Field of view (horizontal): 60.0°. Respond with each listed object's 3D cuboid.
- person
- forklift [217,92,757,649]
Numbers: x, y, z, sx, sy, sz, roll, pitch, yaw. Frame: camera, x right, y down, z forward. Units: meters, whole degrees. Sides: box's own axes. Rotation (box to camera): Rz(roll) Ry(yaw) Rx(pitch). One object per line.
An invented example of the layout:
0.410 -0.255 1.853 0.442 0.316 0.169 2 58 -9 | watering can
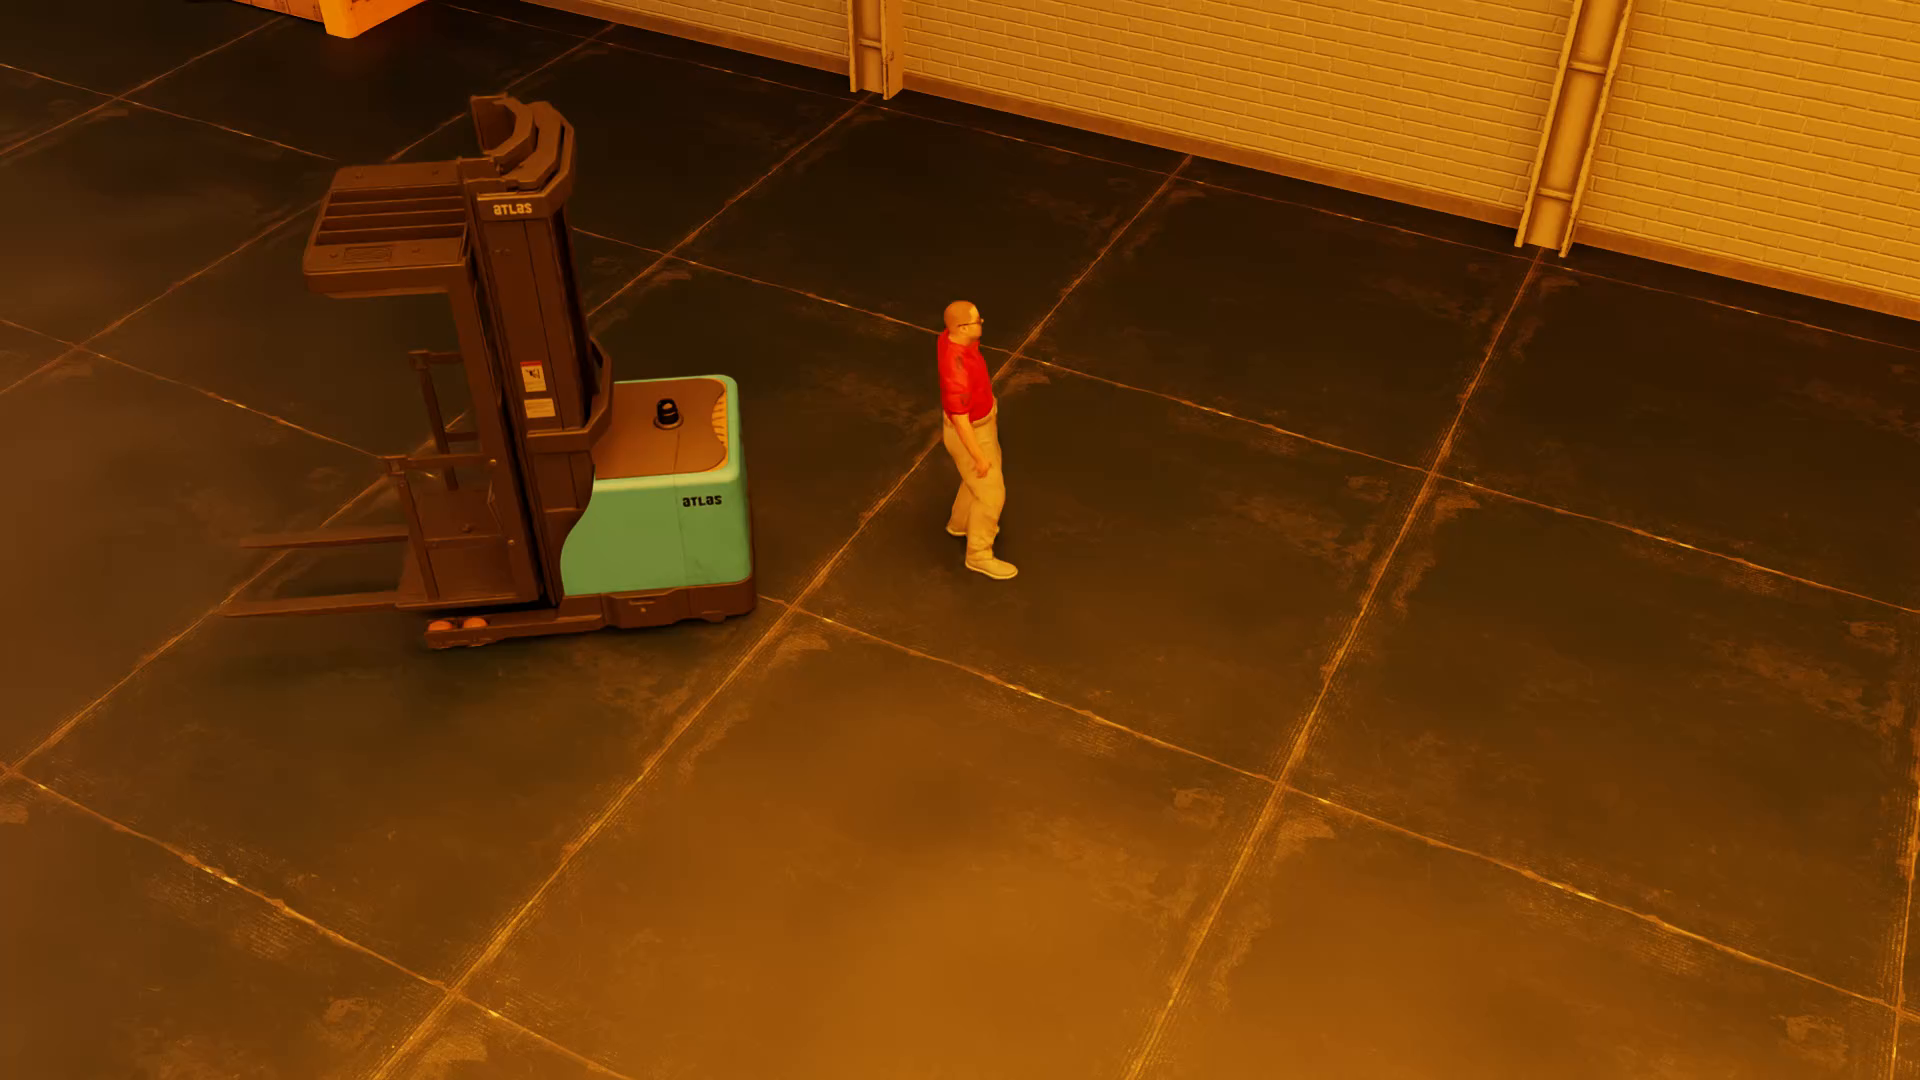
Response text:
0.104 -0.631 9.708 0.461 1.711 0.726 -2 40 -2 | person
-2.745 -0.858 9.005 3.031 2.935 1.130 -5 40 -5 | forklift
